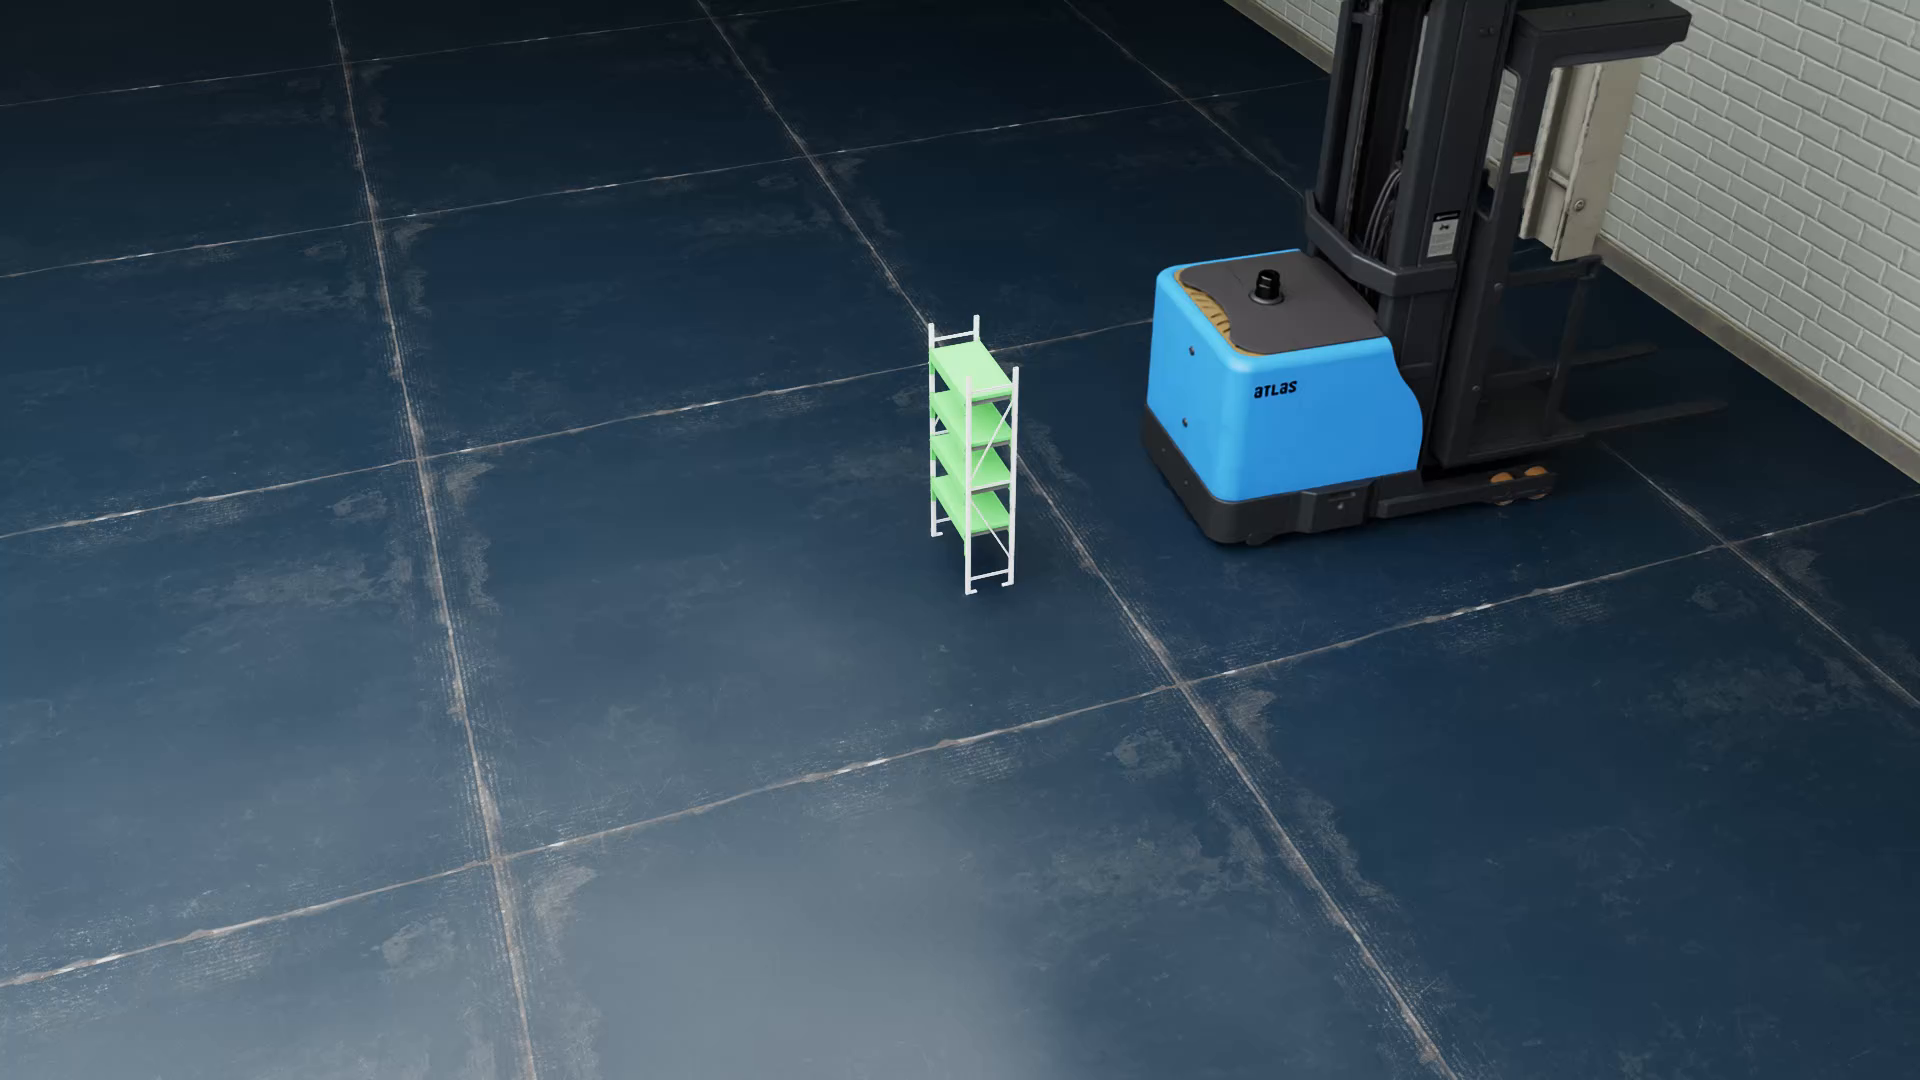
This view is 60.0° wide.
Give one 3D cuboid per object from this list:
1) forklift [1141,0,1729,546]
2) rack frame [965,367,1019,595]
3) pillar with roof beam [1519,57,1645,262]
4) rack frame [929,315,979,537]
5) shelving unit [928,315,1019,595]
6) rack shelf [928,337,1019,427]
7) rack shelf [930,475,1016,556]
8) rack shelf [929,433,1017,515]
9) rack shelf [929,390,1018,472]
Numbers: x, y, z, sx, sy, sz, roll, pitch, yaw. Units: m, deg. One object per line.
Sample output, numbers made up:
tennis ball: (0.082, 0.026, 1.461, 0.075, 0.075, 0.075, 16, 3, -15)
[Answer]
forklift: (2.538, -1.642, 7.993, 3.031, 2.935, 1.130, -10, 38, -13)
rack frame: (0.141, -0.248, 7.582, 0.240, 1.200, 0.015, -12, 39, -16)
pillar with roof beam: (-0.171, -4.618, 6.902, 9.100, 9.000, 0.400, -12, 39, -16)
rack frame: (-0.027, -0.524, 7.948, 0.240, 1.200, 0.015, -12, 39, -16)
shelving unit: (0.057, -0.386, 7.765, 0.258, 1.200, 0.503, -12, 39, -16)
rack shelf: (0.057, -0.718, 7.515, 0.258, 0.148, 0.480, -12, 39, -16)
rack shelf: (0.057, -0.143, 7.948, 0.258, 0.148, 0.480, -12, 39, -16)
rack shelf: (0.057, -0.335, 7.803, 0.258, 0.148, 0.480, -12, 39, -16)
rack shelf: (0.057, -0.526, 7.659, 0.258, 0.148, 0.480, -12, 39, -16)
